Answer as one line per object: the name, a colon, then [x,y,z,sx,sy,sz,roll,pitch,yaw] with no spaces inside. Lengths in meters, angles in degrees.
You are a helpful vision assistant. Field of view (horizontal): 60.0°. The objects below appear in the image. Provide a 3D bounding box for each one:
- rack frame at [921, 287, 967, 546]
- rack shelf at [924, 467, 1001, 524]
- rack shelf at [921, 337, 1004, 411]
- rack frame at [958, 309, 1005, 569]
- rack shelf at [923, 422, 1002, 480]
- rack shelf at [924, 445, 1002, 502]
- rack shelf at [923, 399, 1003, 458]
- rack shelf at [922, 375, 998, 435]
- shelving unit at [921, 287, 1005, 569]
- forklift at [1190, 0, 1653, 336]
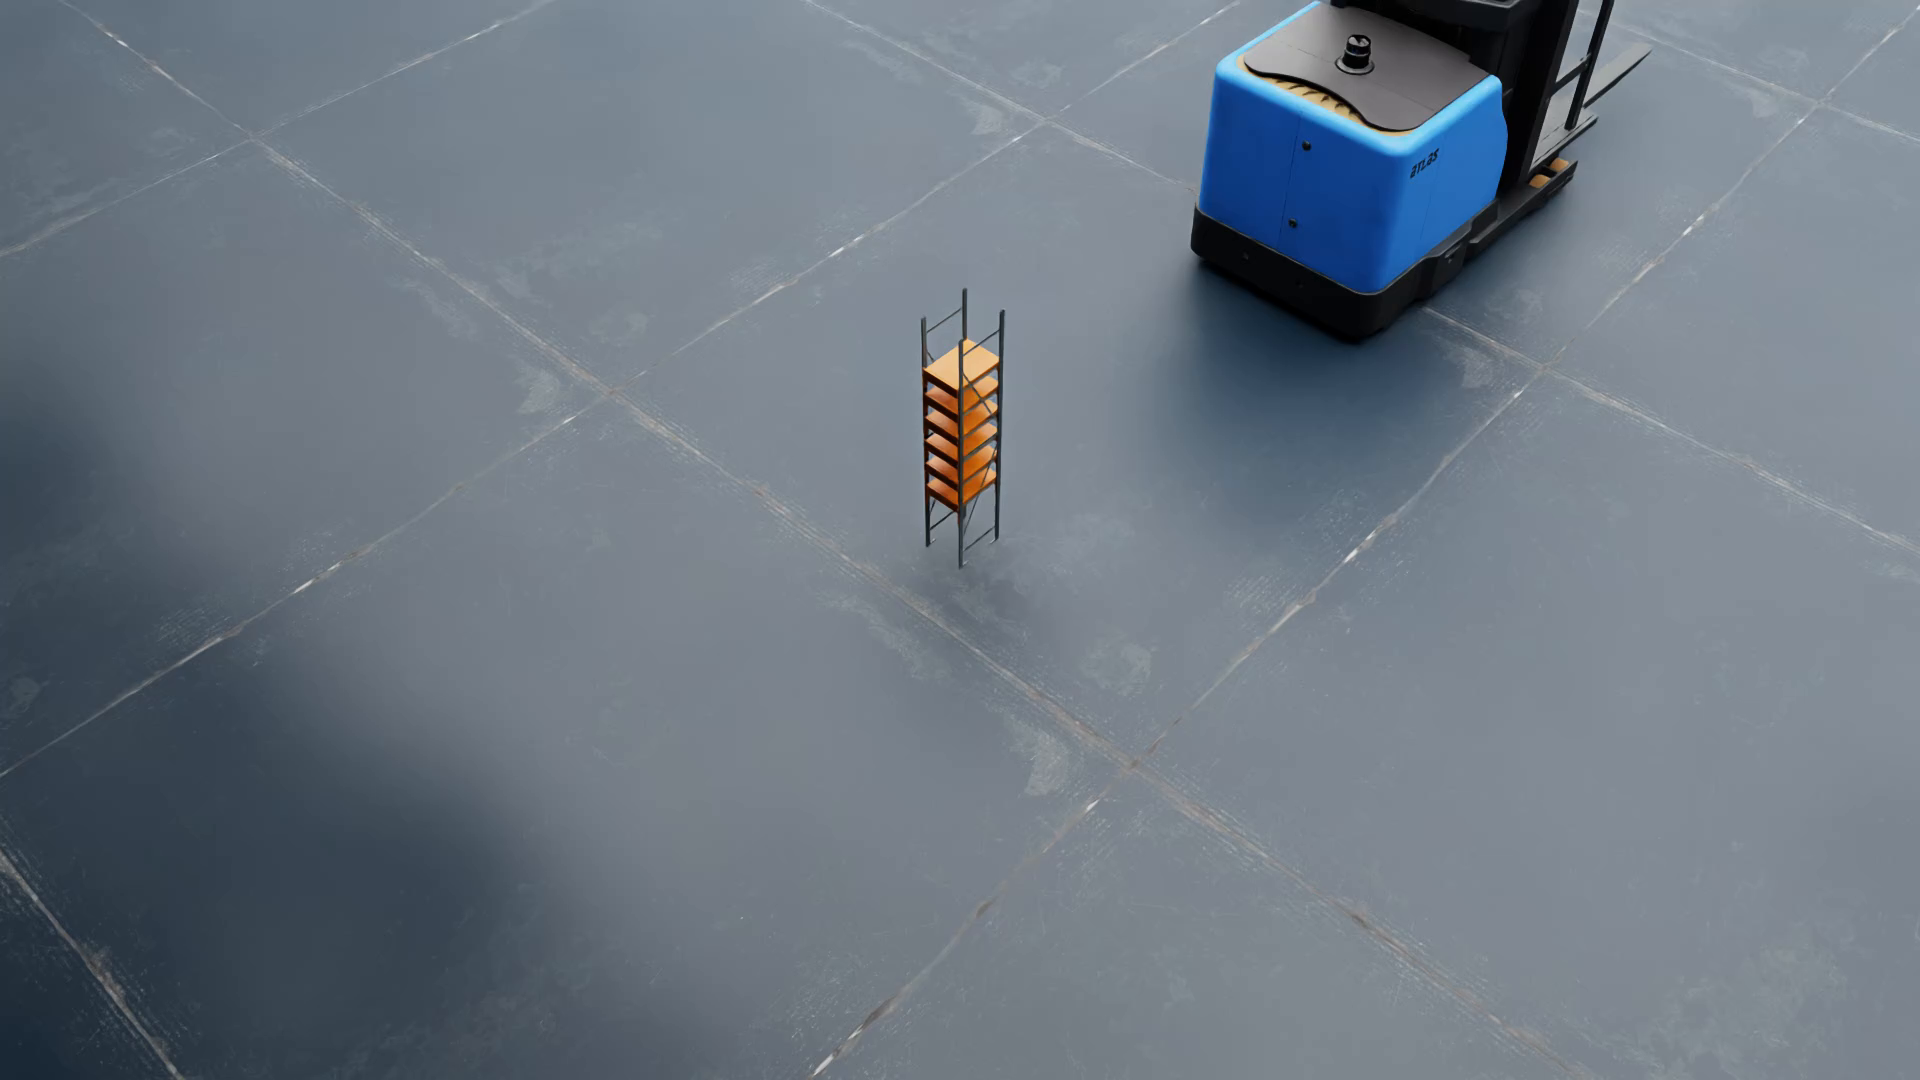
rack frame: [-0.057,-0.449,6.457,0.006,1.200,0.240,34,55,28]
rack shelf: [0.011,-0.209,6.622,0.180,0.103,0.258,34,55,28]
rack shelf: [0.011,-0.620,6.184,0.180,0.103,0.258,34,55,28]
rack frame: [0.078,-0.358,6.372,0.006,1.200,0.240,34,55,28]
rack shelf: [0.011,-0.373,6.447,0.180,0.103,0.258,34,55,28]
rack shelf: [0.011,-0.291,6.534,0.180,0.103,0.258,34,55,28]
rack shelf: [0.011,-0.455,6.359,0.180,0.103,0.258,34,55,28]
rack shelf: [0.011,-0.537,6.272,0.180,0.103,0.258,34,55,28]
shelving unit: [0.011,-0.404,6.414,0.189,1.200,0.258,34,55,28]
forklift: [2.502,-2.921,7.591,1.130,2.935,3.031,35,56,28]
